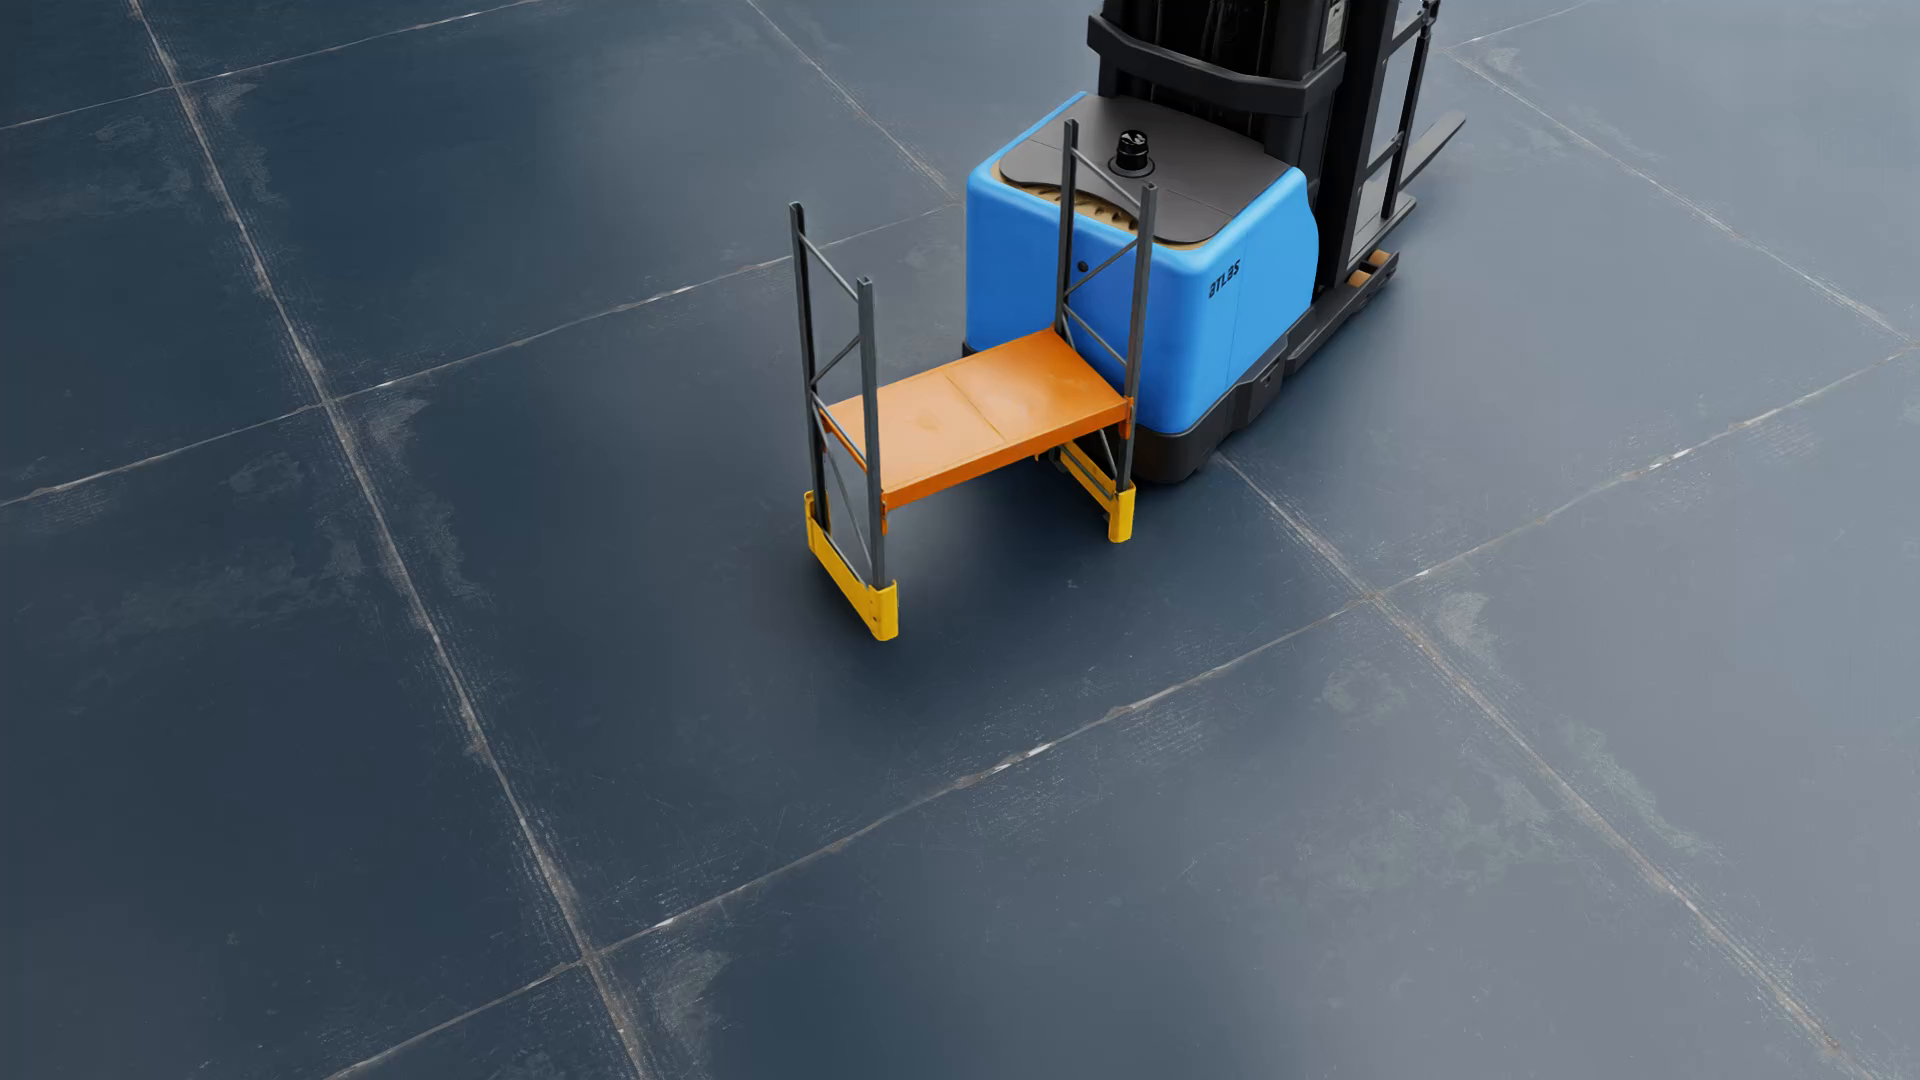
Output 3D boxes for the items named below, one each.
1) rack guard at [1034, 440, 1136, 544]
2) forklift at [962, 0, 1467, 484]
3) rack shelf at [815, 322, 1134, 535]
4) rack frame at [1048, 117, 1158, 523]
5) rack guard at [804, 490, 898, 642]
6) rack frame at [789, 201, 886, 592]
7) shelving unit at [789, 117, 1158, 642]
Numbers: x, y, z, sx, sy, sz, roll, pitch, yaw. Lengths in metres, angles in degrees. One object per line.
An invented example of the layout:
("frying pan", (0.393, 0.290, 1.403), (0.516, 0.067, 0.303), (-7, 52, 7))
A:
("rack guard", (0.469, -0.262, 6.340), (0.087, 0.250, 0.587), (-22, 48, -21))
("forklift", (1.288, -2.248, 6.462), (1.130, 2.935, 3.031), (27, 50, 25))
("rack shelf", (0.046, -0.411, 5.855), (1.000, 0.185, 0.538), (-22, 48, -21))
("rack frame", (0.486, -0.717, 5.912), (0.032, 1.500, 0.500), (-22, 48, -21))
("rack guard", (-0.393, 0.085, 5.983), (0.087, 0.250, 0.587), (-22, 48, -21))
("rack frame", (-0.394, -0.363, 5.547), (0.032, 1.500, 0.500), (-22, 48, -21))
("shelving unit", (0.038, -0.537, 5.726), (1.083, 1.500, 0.587), (-22, 48, -21))
